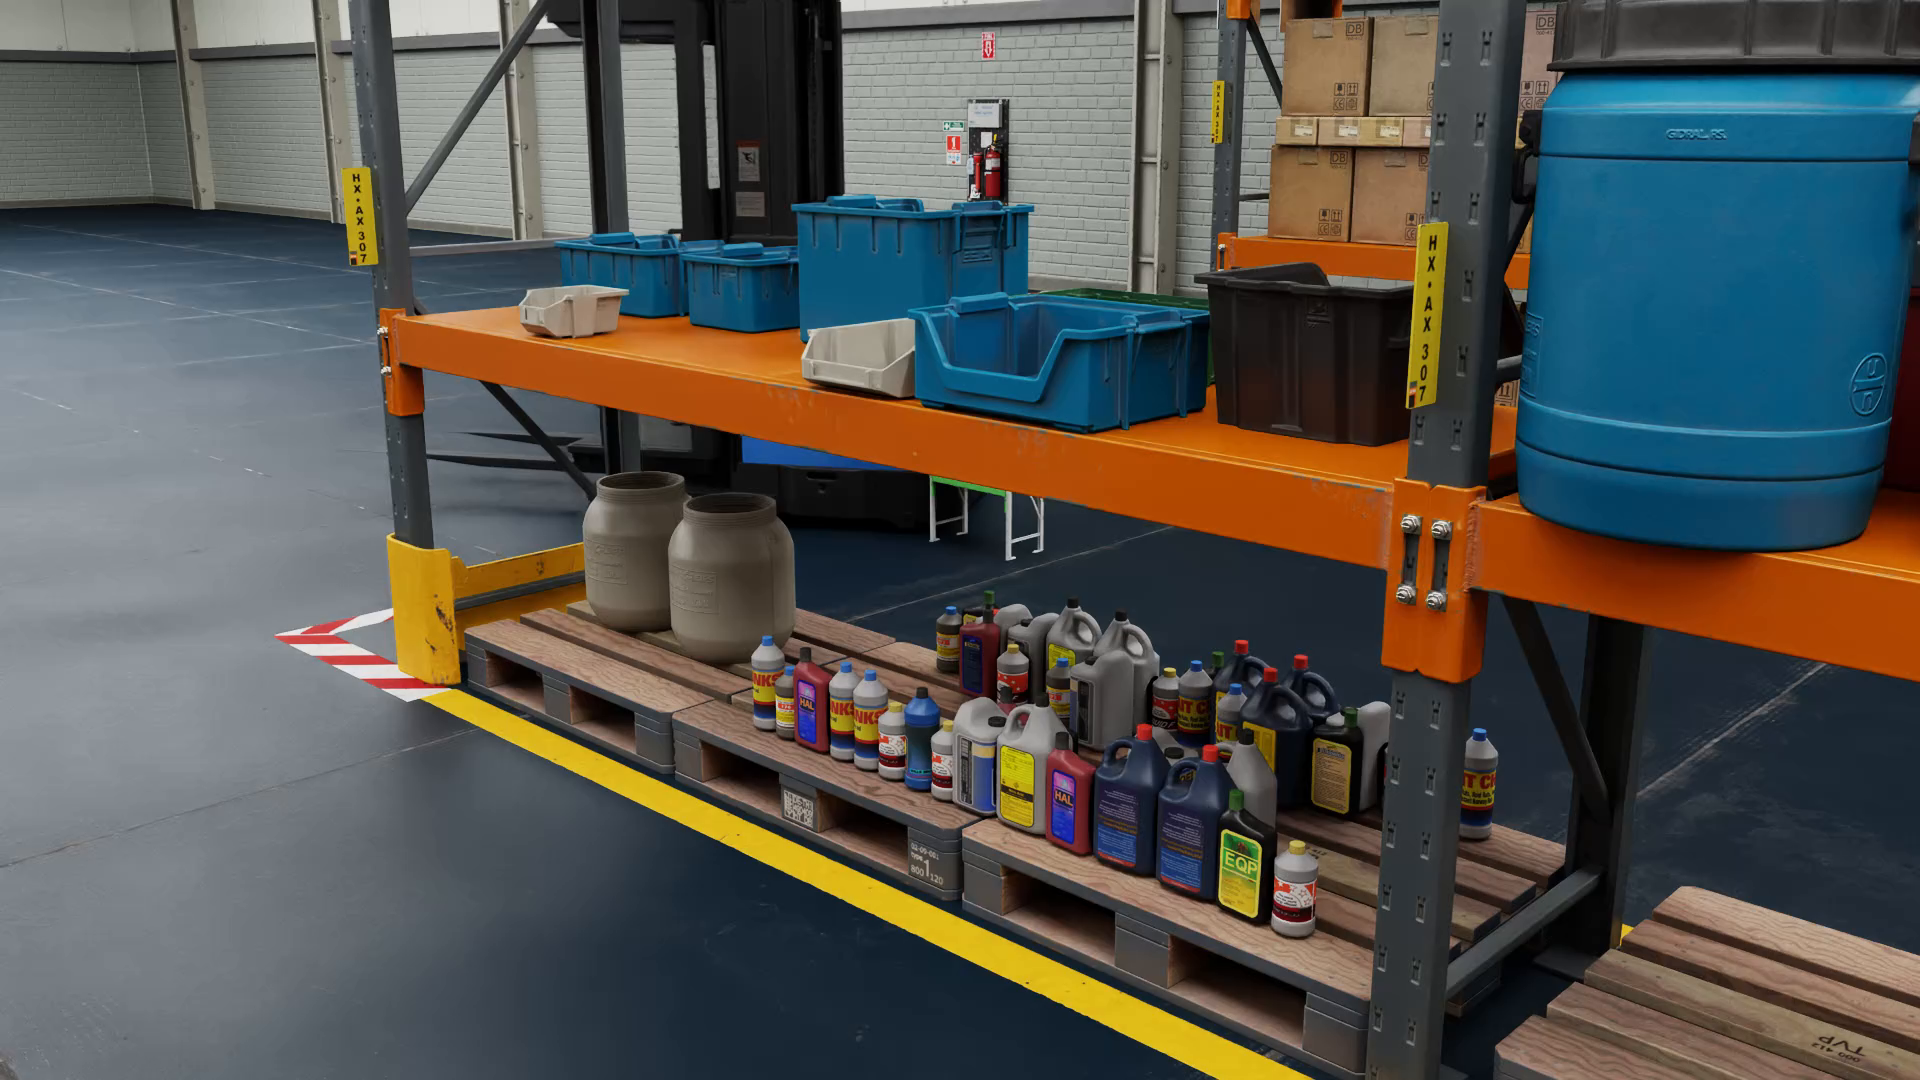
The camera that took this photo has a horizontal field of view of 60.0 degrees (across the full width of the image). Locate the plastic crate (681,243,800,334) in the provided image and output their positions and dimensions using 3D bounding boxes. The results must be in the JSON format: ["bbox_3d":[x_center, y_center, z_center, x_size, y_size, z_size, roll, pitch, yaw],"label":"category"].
[{"bbox_3d":[-0.623,-0.845,5.520,0.408,0.251,0.499,14,20,42],"label":"plastic crate"}]

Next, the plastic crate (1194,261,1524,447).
[{"bbox_3d":[0.936,-0.449,3.830,0.504,0.338,0.767,14,20,42],"label":"plastic crate"}]

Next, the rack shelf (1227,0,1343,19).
[{"bbox_3d":[3.226,-2.716,7.886,4.000,0.370,1.077,14,20,42],"label":"rack shelf"}]

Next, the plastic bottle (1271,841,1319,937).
[{"bbox_3d":[0.747,0.770,3.706,0.097,0.201,0.097,0,15,0],"label":"plastic bottle"}]

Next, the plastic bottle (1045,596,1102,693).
[{"bbox_3d":[0.356,0.348,5.029,0.144,0.351,0.185,-14,20,-42],"label":"plastic bottle"}]

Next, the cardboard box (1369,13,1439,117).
[{"bbox_3d":[2.534,-2.455,8.633,0.500,0.500,0.700,13,19,41],"label":"cardboard box"}]

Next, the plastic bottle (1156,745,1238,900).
[{"bbox_3d":[0.561,0.644,3.892,0.185,0.351,0.144,13,19,41],"label":"plastic bottle"}]

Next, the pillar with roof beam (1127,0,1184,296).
[{"bbox_3d":[-0.981,-6.069,13.377,0.400,9.000,9.100,14,20,42],"label":"pillar with roof beam"}]

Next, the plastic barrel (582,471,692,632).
[{"bbox_3d":[-1.128,0.037,5.941,0.421,0.512,0.421,0,15,0],"label":"plastic barrel"}]

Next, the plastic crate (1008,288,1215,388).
[{"bbox_3d":[0.443,-0.551,4.517,0.662,0.188,0.450,14,20,42],"label":"plastic crate"}]

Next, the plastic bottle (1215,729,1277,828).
[{"bbox_3d":[0.661,0.618,3.993,0.185,0.351,0.144,14,20,42],"label":"plastic bottle"}]

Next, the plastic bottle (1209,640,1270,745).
[{"bbox_3d":[0.796,0.455,4.619,0.185,0.351,0.144,13,19,40],"label":"plastic bottle"}]

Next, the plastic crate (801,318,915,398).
[{"bbox_3d":[-0.120,-0.475,4.330,0.437,0.136,0.530,14,20,42],"label":"plastic crate"}]

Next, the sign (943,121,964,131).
[{"bbox_3d":[-0.075,-4.774,19.182,0.331,0.109,0.001,14,20,42],"label":"sign"}]

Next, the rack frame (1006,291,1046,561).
[{"bbox_3d":[0.296,-0.510,7.502,0.015,1.200,0.240,14,20,43],"label":"rack frame"}]

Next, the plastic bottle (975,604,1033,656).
[{"bbox_3d":[0.134,0.331,5.240,0.135,0.276,0.152,14,20,43],"label":"plastic bottle"}]

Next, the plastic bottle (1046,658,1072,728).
[{"bbox_3d":[0.303,0.450,4.934,0.097,0.201,0.097,0,15,0],"label":"plastic bottle"}]

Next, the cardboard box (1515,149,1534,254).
[{"bbox_3d":[2.848,-1.748,8.495,0.500,0.500,0.700,14,20,43],"label":"cardboard box"}]

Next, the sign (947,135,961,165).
[{"bbox_3d":[-0.072,-4.520,19.258,0.234,0.329,0.001,14,20,42],"label":"sign"}]

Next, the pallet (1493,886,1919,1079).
[{"bbox_3d":[1.817,1.115,3.233,1.213,0.211,1.003,14,20,42],"label":"pallet"}]

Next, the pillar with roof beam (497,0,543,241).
[{"bbox_3d":[-9.620,-8.169,21.437,0.400,9.000,9.100,14,20,42],"label":"pillar with roof beam"}]

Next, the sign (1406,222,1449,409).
[{"bbox_3d":[0.835,-0.401,2.971,0.005,0.325,0.100,14,20,42],"label":"sign"}]

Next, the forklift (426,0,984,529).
[{"bbox_3d":[-1.383,-1.649,8.447,3.031,2.935,1.130,4,15,14],"label":"forklift"}]

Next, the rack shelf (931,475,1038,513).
[{"bbox_3d":[0.122,-0.258,7.743,0.480,0.148,0.258,14,20,43],"label":"rack shelf"}]

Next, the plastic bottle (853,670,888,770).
[{"bbox_3d":[-0.247,0.494,4.625,0.097,0.271,0.097,0,15,0],"label":"plastic bottle"}]

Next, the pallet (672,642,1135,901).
[{"bbox_3d":[-0.112,0.646,5.033,1.213,0.211,1.003,14,20,42],"label":"pallet"}]

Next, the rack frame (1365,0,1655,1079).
[{"bbox_3d":[1.225,-0.365,3.382,0.127,3.000,1.000,14,20,42],"label":"rack frame"}]

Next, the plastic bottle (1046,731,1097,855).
[{"bbox_3d":[0.277,0.622,4.110,0.061,0.283,0.133,-13,19,-41],"label":"plastic bottle"}]

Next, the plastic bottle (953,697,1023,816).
[{"bbox_3d":[0.076,0.561,4.360,0.152,0.276,0.135,-14,20,-43],"label":"plastic bottle"}]

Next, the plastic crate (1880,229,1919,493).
[{"bbox_3d":[1.786,-0.366,3.262,0.583,0.464,0.402,14,20,42],"label":"plastic crate"}]

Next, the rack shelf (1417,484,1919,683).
[{"bbox_3d":[2.664,0.334,2.130,4.000,0.370,1.077,14,20,42],"label":"rack shelf"}]

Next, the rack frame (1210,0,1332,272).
[{"bbox_3d":[1.786,-1.963,9.517,0.127,3.000,1.000,14,20,42],"label":"rack frame"}]

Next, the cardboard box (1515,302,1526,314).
[{"bbox_3d":[3.109,-0.986,8.902,0.500,0.500,0.500,14,20,42],"label":"cardboard box"}]

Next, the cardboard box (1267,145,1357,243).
[{"bbox_3d":[2.113,-1.927,9.182,0.500,0.500,0.700,14,20,42],"label":"cardboard box"}]

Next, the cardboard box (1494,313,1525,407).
[{"bbox_3d":[2.748,-0.892,8.540,0.500,0.500,0.500,14,20,42],"label":"cardboard box"}]

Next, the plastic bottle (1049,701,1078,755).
[{"bbox_3d":[0.243,0.563,4.335,0.133,0.283,0.061,14,20,42],"label":"plastic bottle"}]

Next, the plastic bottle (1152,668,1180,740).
[{"bbox_3d":[0.608,0.473,4.844,0.097,0.201,0.097,0,15,0],"label":"plastic bottle"}]

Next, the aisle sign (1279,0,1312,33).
[{"bbox_3d":[1.943,-3.286,9.438,0.004,0.787,0.394,14,20,42],"label":"aisle sign"}]

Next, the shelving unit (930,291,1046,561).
[{"bbox_3d":[0.121,-0.552,7.667,0.503,1.200,0.258,14,20,43],"label":"shelving unit"}]

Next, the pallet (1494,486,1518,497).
[{"bbox_3d":[3.240,-0.274,8.565,1.213,0.211,1.003,14,20,42],"label":"pallet"}]

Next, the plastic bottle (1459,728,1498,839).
[{"bbox_3d":[1.299,0.607,4.190,0.097,0.271,0.097,0,15,0],"label":"plastic bottle"}]

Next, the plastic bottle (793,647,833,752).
[{"bbox_3d":[-0.416,0.454,4.756,0.133,0.283,0.061,14,20,43],"label":"plastic bottle"}]

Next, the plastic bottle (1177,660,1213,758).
[{"bbox_3d":[0.664,0.474,4.701,0.097,0.271,0.097,0,15,0],"label":"plastic bottle"}]

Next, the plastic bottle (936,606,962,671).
[{"bbox_3d":[-0.029,0.318,5.438,0.097,0.201,0.097,0,15,0],"label":"plastic bottle"}]

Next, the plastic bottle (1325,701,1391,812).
[{"bbox_3d":[1.048,0.554,4.388,0.152,0.276,0.135,-14,20,-42],"label":"plastic bottle"}]

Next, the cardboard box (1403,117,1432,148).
[{"bbox_3d":[2.470,-2.083,8.494,0.250,0.149,0.380,13,20,41],"label":"cardboard box"}]

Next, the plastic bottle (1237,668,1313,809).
[{"bbox_3d":[0.832,0.514,4.391,0.185,0.351,0.144,14,20,42],"label":"plastic bottle"}]

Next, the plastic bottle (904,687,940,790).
[{"bbox_3d":[-0.101,0.530,4.489,0.097,0.271,0.097,0,15,0],"label":"plastic bottle"}]

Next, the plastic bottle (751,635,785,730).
[{"bbox_3d":[-0.566,0.417,4.923,0.097,0.271,0.097,0,15,0],"label":"plastic bottle"}]

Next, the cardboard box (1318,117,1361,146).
[{"bbox_3d":[2.111,-2.172,8.834,0.250,0.149,0.380,13,19,41],"label":"cardboard box"}]

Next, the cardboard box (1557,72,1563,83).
[{"bbox_3d":[3.258,-2.279,7.959,0.500,0.500,0.700,14,20,42],"label":"cardboard box"}]
